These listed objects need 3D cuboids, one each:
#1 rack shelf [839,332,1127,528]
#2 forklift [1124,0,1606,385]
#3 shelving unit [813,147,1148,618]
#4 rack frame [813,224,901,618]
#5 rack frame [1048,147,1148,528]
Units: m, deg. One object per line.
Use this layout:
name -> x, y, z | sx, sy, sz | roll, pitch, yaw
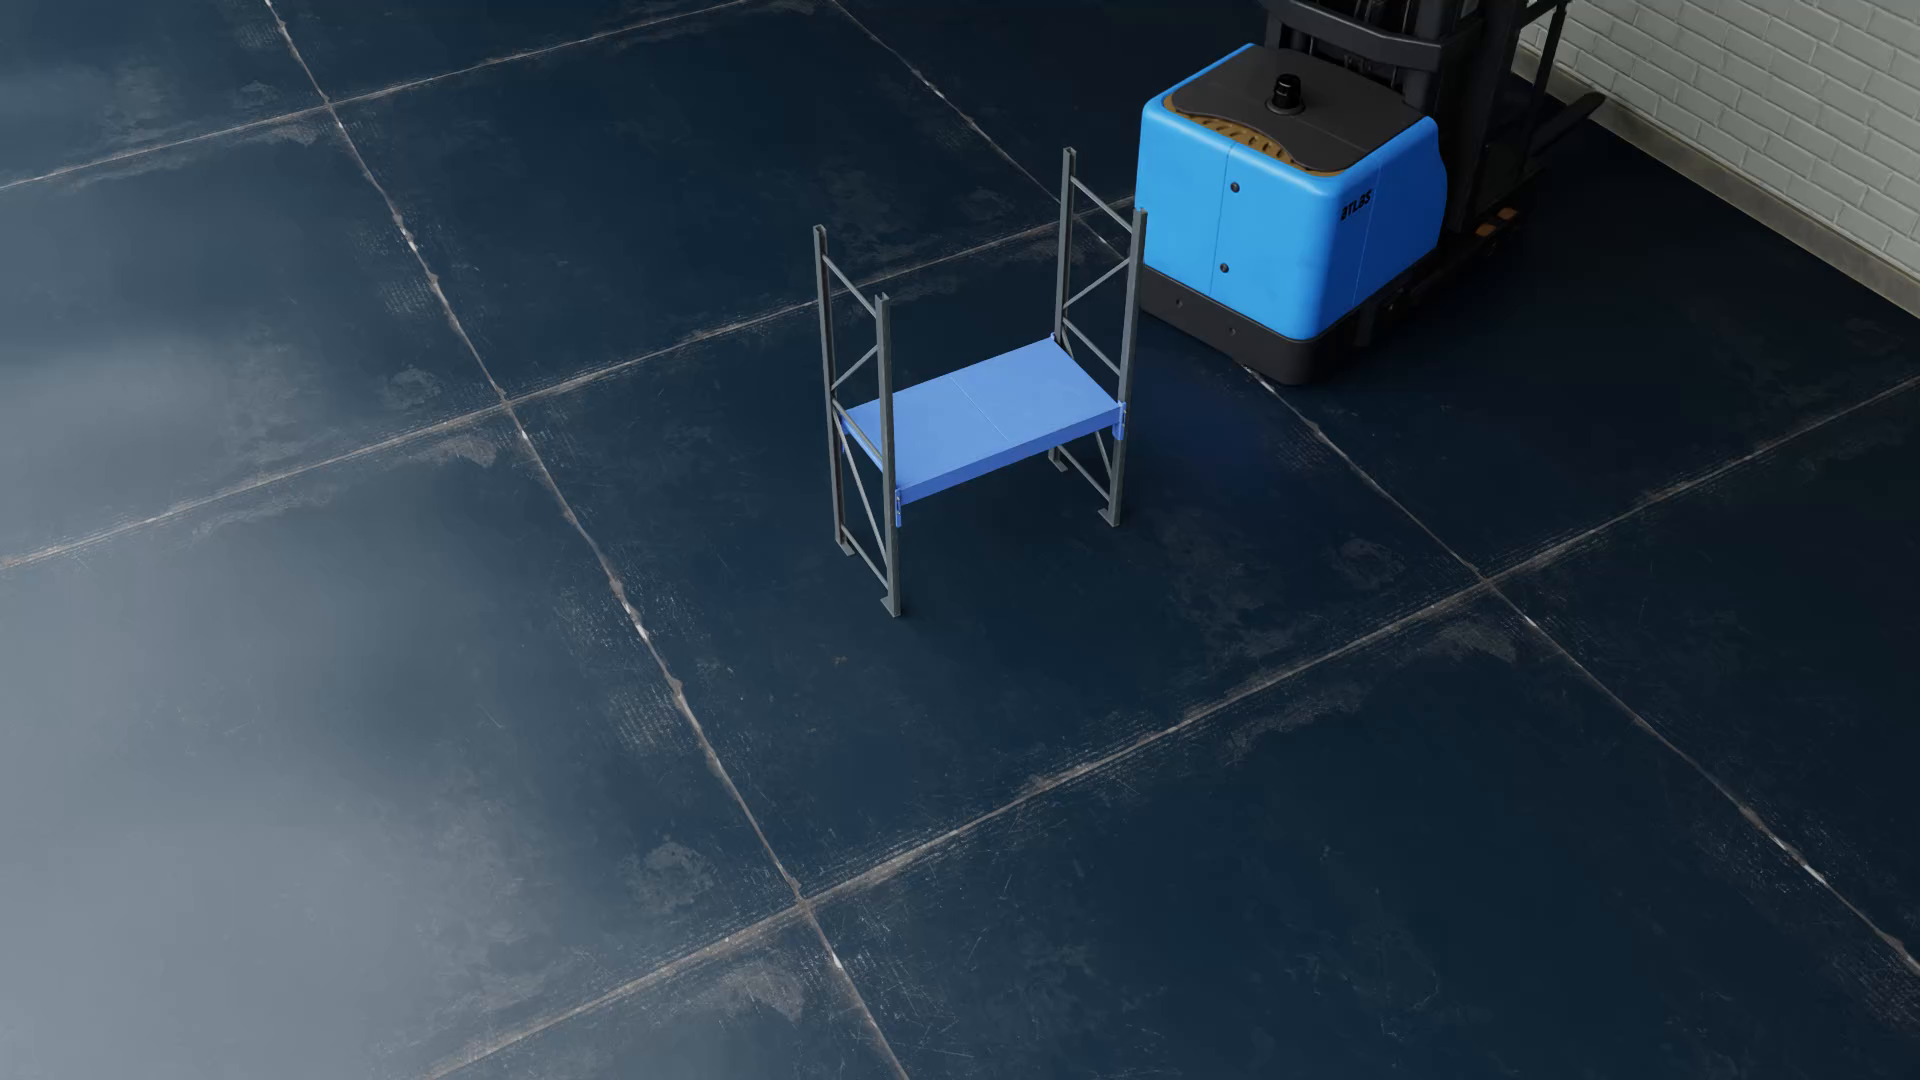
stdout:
rack shelf -> 0.074, -0.439, 6.383 | 1.000, 0.185, 0.538 | -22, 48, -21
forklift -> 2.156, -2.665, 7.391 | 1.130, 2.935, 3.031 | 34, 53, 30
shelving unit -> 0.074, -0.568, 6.258 | 1.048, 1.500, 0.538 | -22, 48, -21
rack frame -> -0.367, -0.391, 6.076 | 0.032, 1.500, 0.500 | -22, 48, -21
rack frame -> 0.515, -0.744, 6.440 | 0.032, 1.500, 0.500 | -22, 48, -21
